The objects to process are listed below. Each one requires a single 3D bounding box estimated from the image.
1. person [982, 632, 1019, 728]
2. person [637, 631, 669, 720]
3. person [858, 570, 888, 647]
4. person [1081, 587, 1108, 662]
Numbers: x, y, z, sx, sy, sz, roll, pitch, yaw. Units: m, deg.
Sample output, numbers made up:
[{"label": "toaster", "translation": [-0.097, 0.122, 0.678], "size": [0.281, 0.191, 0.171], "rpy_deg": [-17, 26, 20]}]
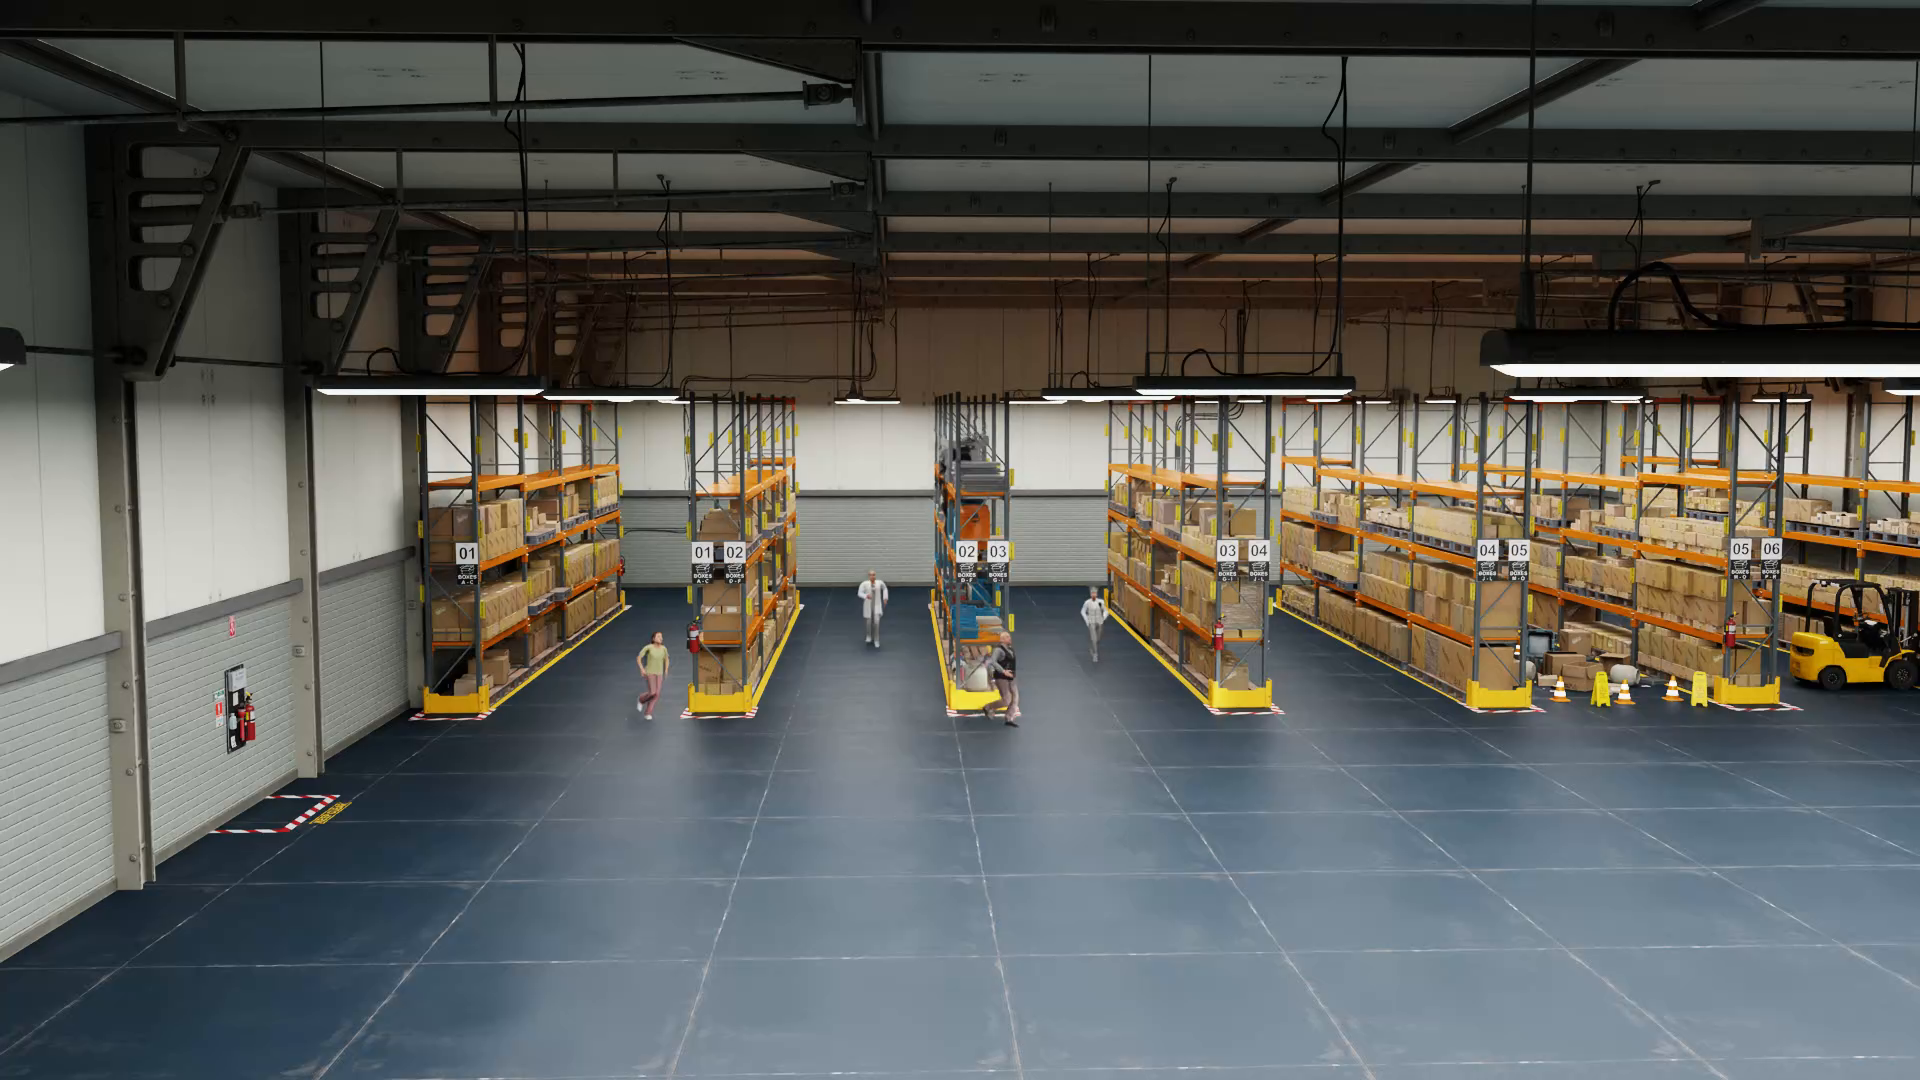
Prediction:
[{"label": "person", "translation": [0.755, 2.499, 29.810], "size": [0.697, 1.717, 0.678], "rpy_deg": [3, 5, 29]}, {"label": "person", "translation": [-5.611, 2.469, 30.634], "size": [0.610, 1.595, 0.556], "rpy_deg": [-3, 6, -36]}, {"label": "person", "translation": [-2.087, 1.657, 39.938], "size": [0.735, 1.869, 0.836], "rpy_deg": [-1, 5, -6]}, {"label": "person", "translation": [3.049, 1.889, 37.616], "size": [0.614, 1.684, 0.646], "rpy_deg": [0, 5, -3]}]
